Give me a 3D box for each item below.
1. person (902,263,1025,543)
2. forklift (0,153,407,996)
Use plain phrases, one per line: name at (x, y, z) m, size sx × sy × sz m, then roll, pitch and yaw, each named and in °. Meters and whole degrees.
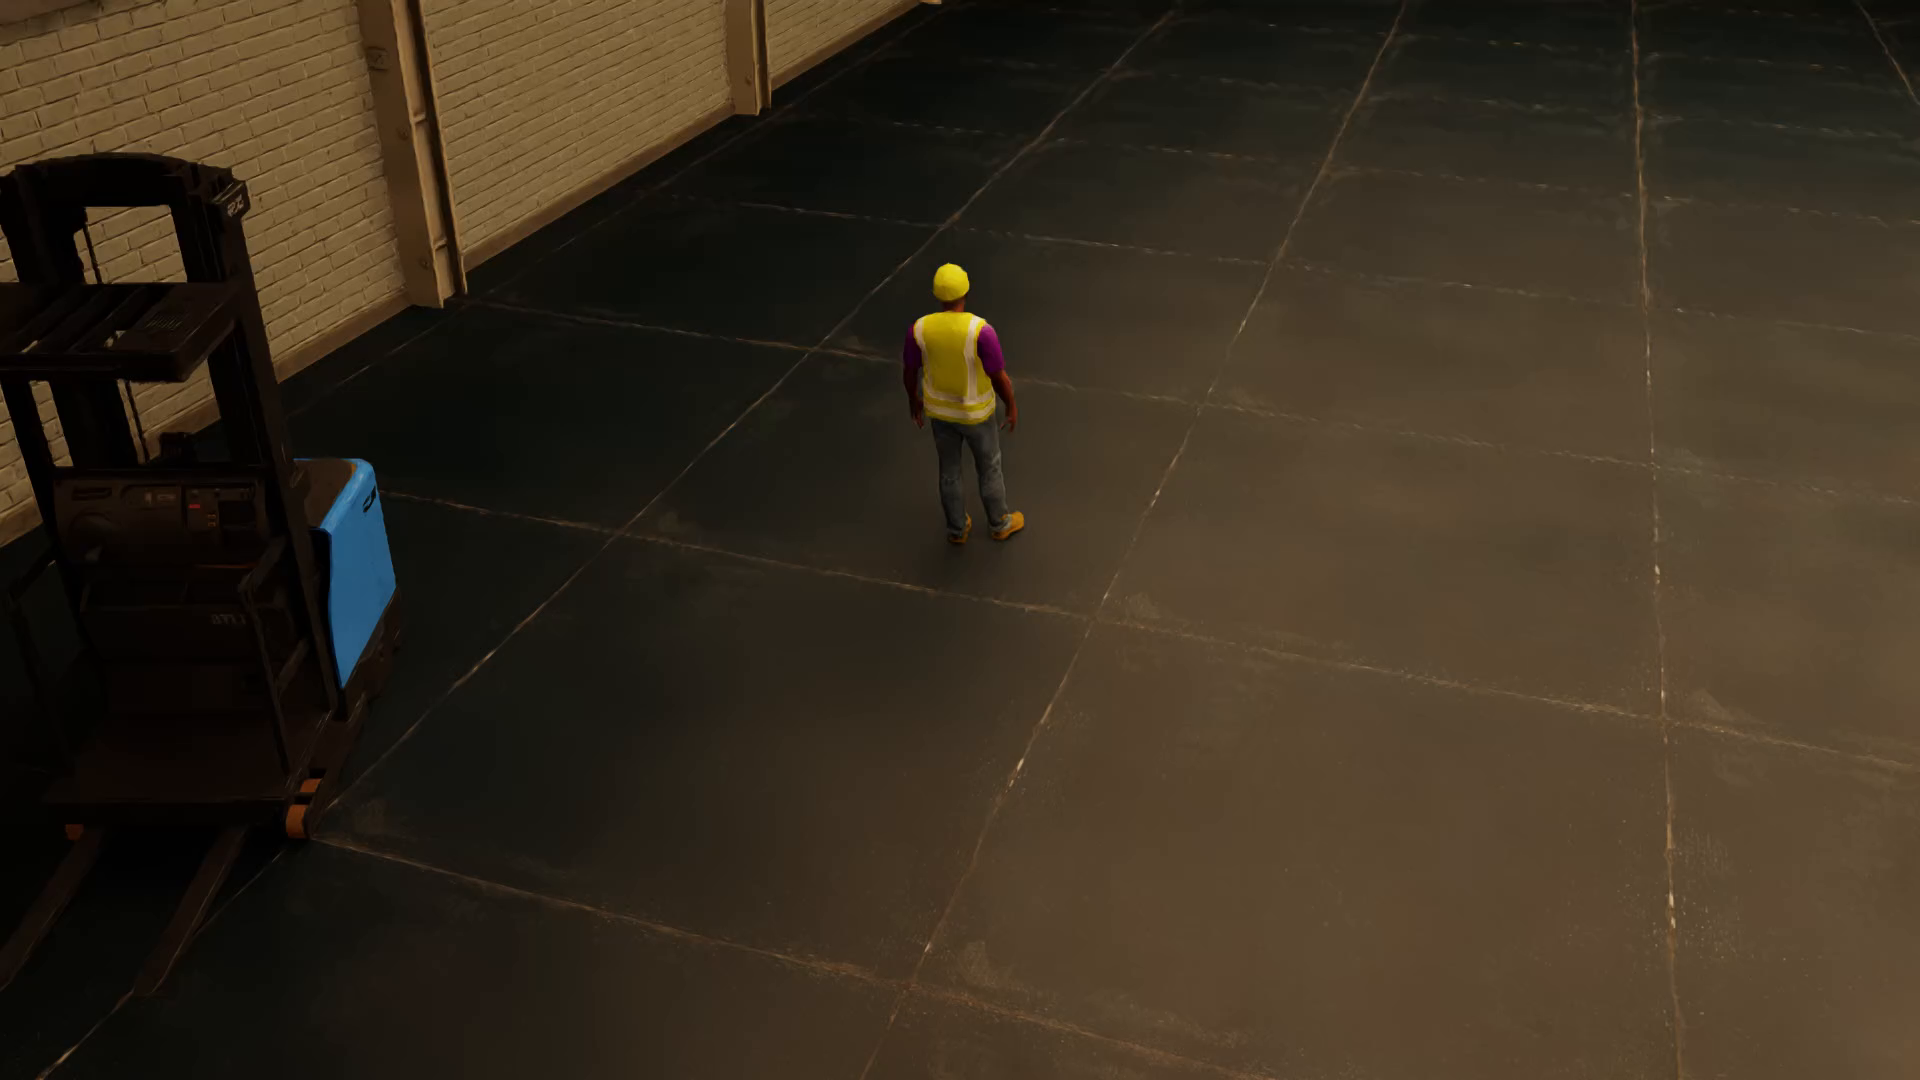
person at (0.028, -0.805, 9.711) m, size 0.665 × 1.766 × 0.576 m, roll 10°, pitch 31°, yaw 16°
forklift at (-3.540, -0.042, 7.211) m, size 1.130 × 2.935 × 3.031 m, roll -1°, pitch 30°, yaw -1°
